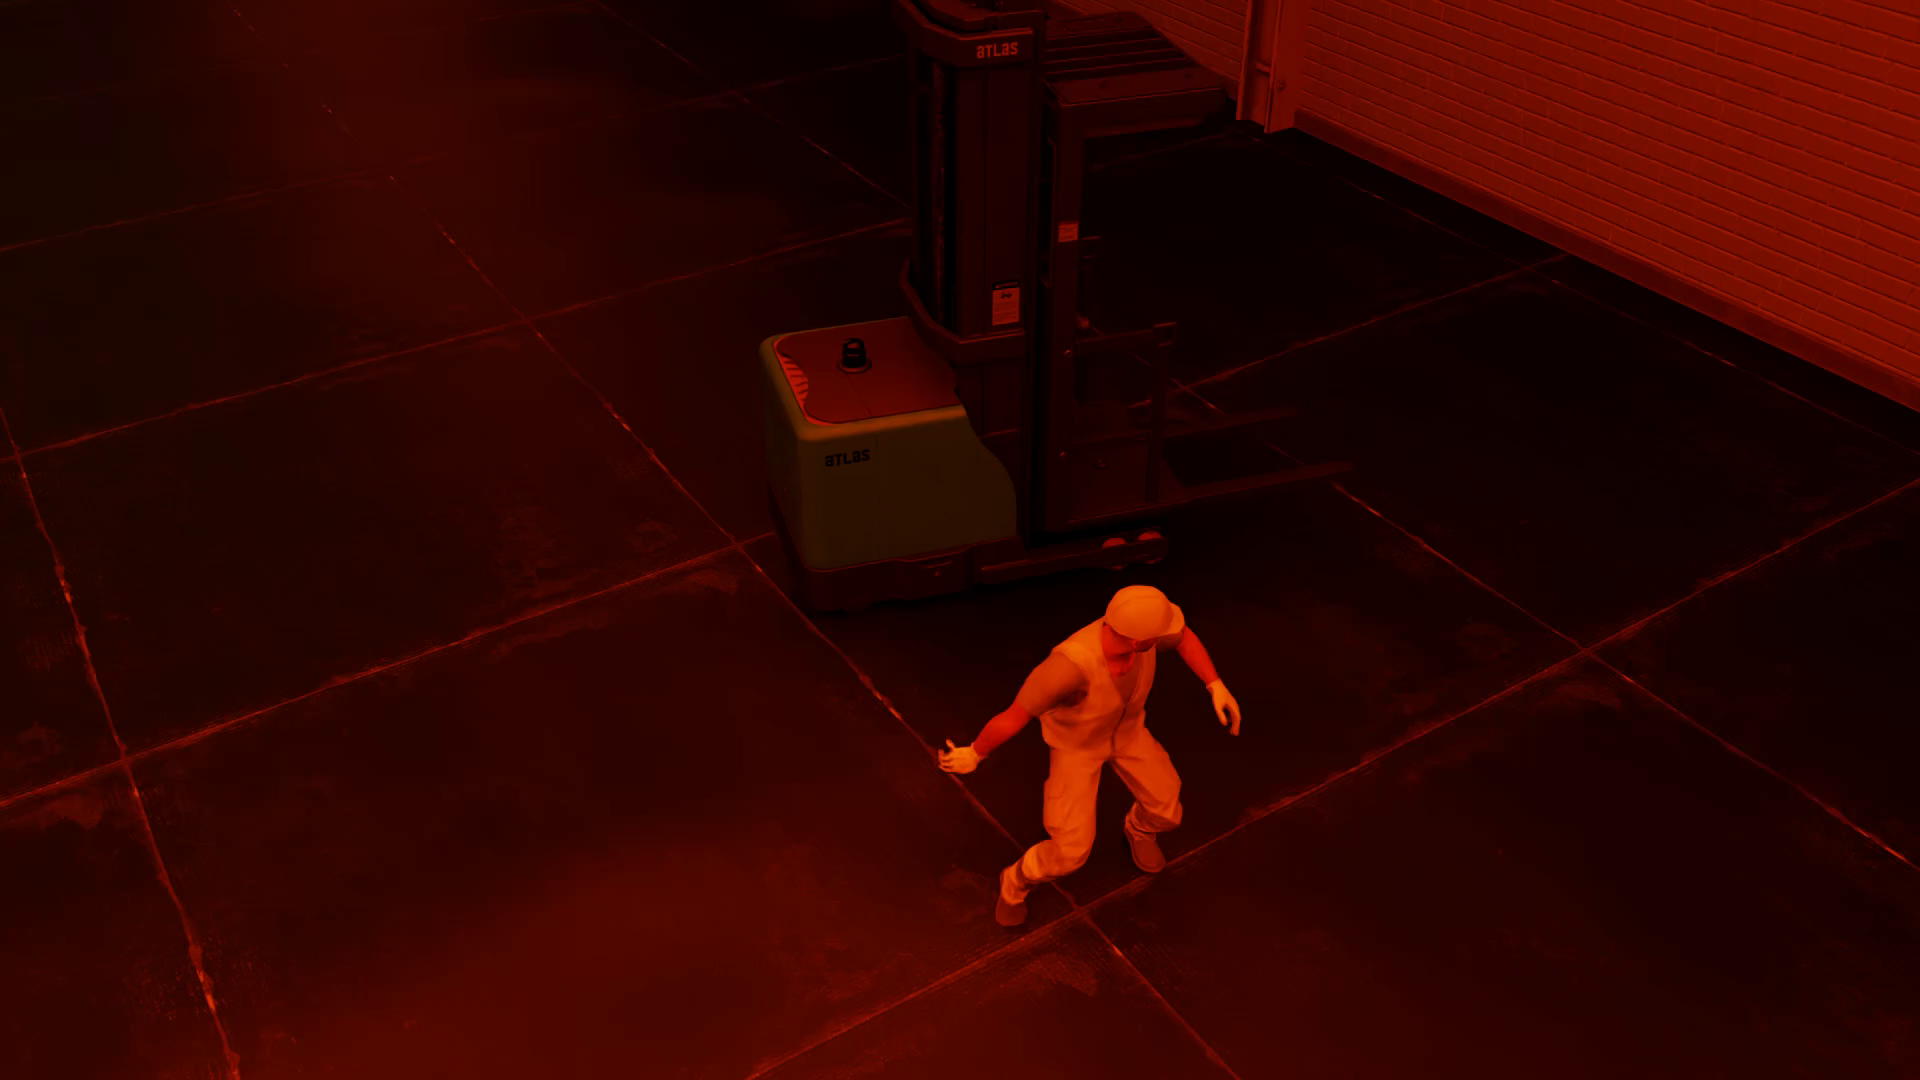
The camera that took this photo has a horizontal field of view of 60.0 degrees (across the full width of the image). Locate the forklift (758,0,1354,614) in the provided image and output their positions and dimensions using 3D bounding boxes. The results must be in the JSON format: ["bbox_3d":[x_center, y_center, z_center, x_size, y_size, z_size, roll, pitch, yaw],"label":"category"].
[{"bbox_3d":[0.558,-1.325,8.033,3.031,2.935,1.130,-10,36,-14],"label":"forklift"}]

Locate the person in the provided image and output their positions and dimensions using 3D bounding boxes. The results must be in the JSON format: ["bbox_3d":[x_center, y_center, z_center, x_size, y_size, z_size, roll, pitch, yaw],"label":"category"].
[{"bbox_3d":[0.490,0.808,6.223,1.051,1.688,0.550,-18,39,-23],"label":"person"}]
